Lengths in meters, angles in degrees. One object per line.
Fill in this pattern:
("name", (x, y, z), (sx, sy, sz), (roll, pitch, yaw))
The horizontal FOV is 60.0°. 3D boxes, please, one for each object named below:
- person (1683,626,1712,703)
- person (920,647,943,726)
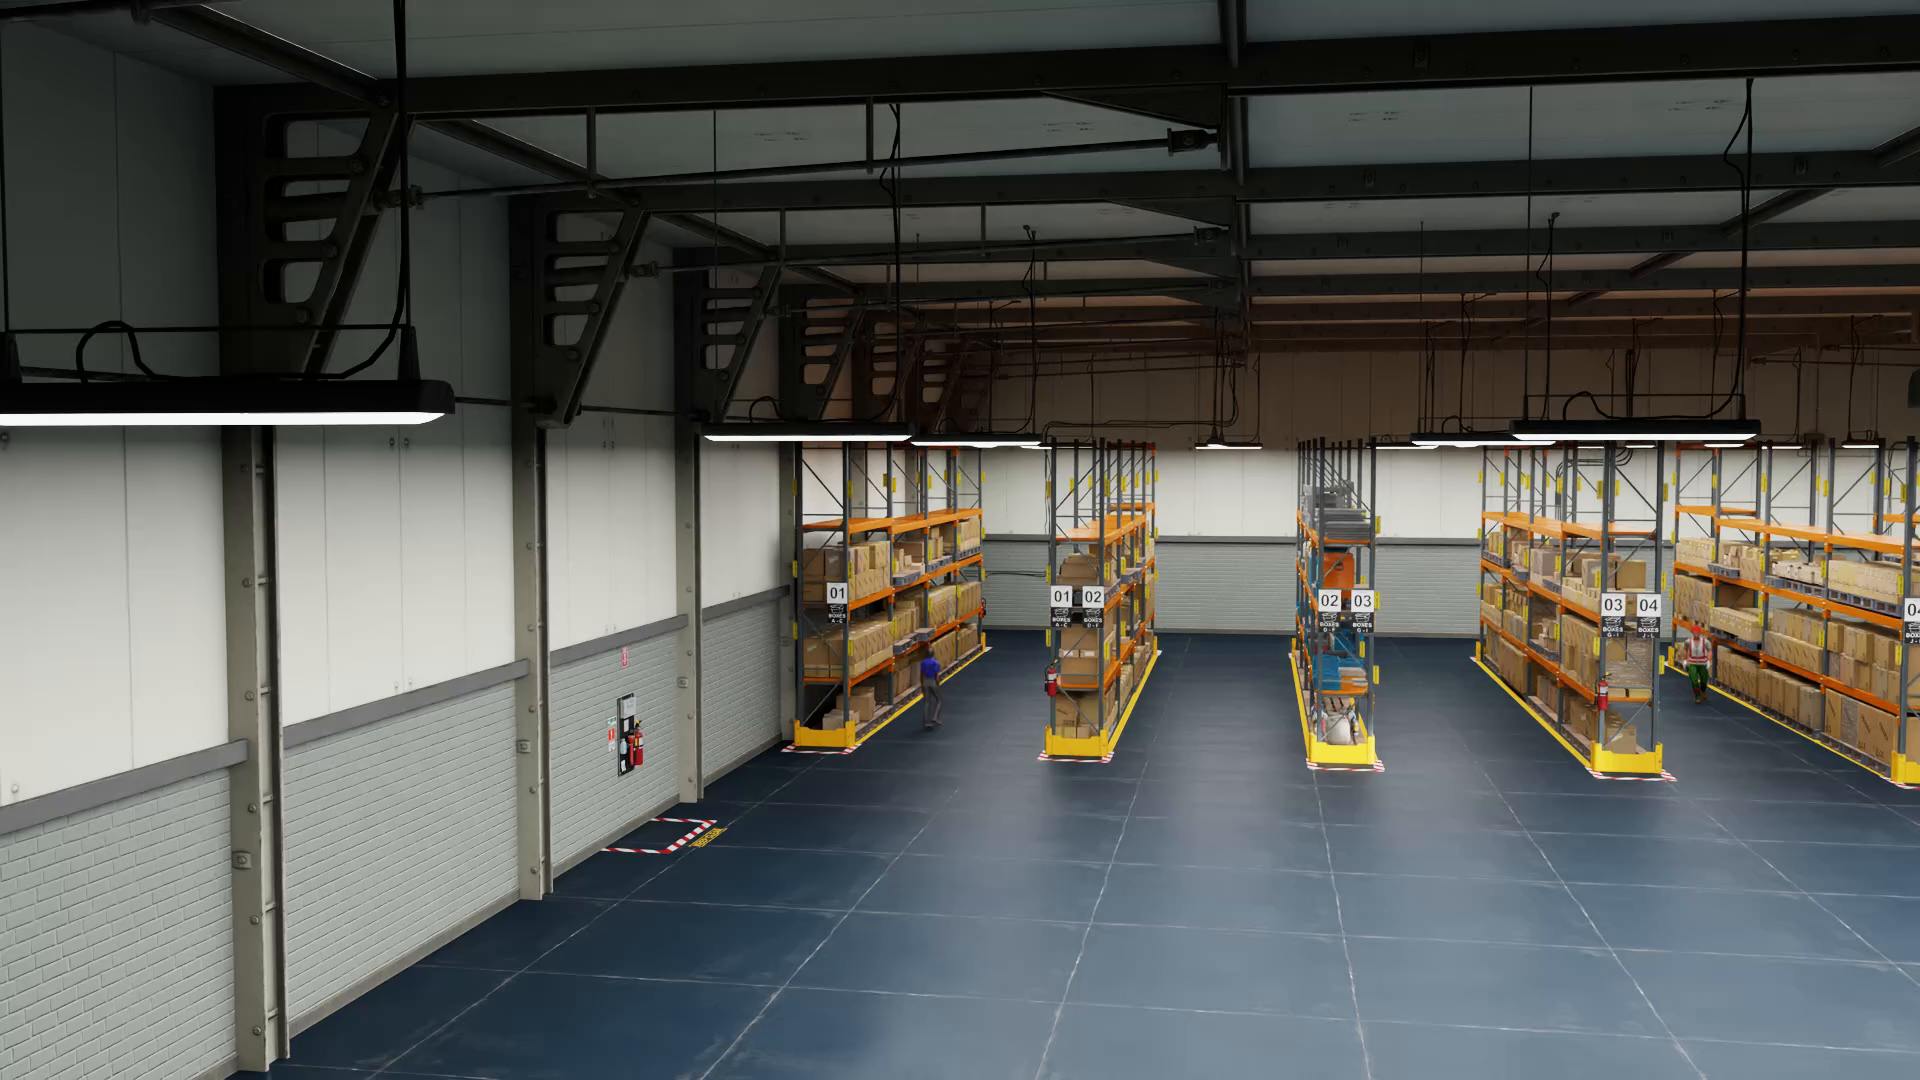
("person", (16.896, 2.833, 38.089), (0.604, 1.757, 0.738), (1, 3, 25))
("person", (-0.619, 3.068, 34.675), (0.482, 1.641, 0.516), (1, 3, 22))
